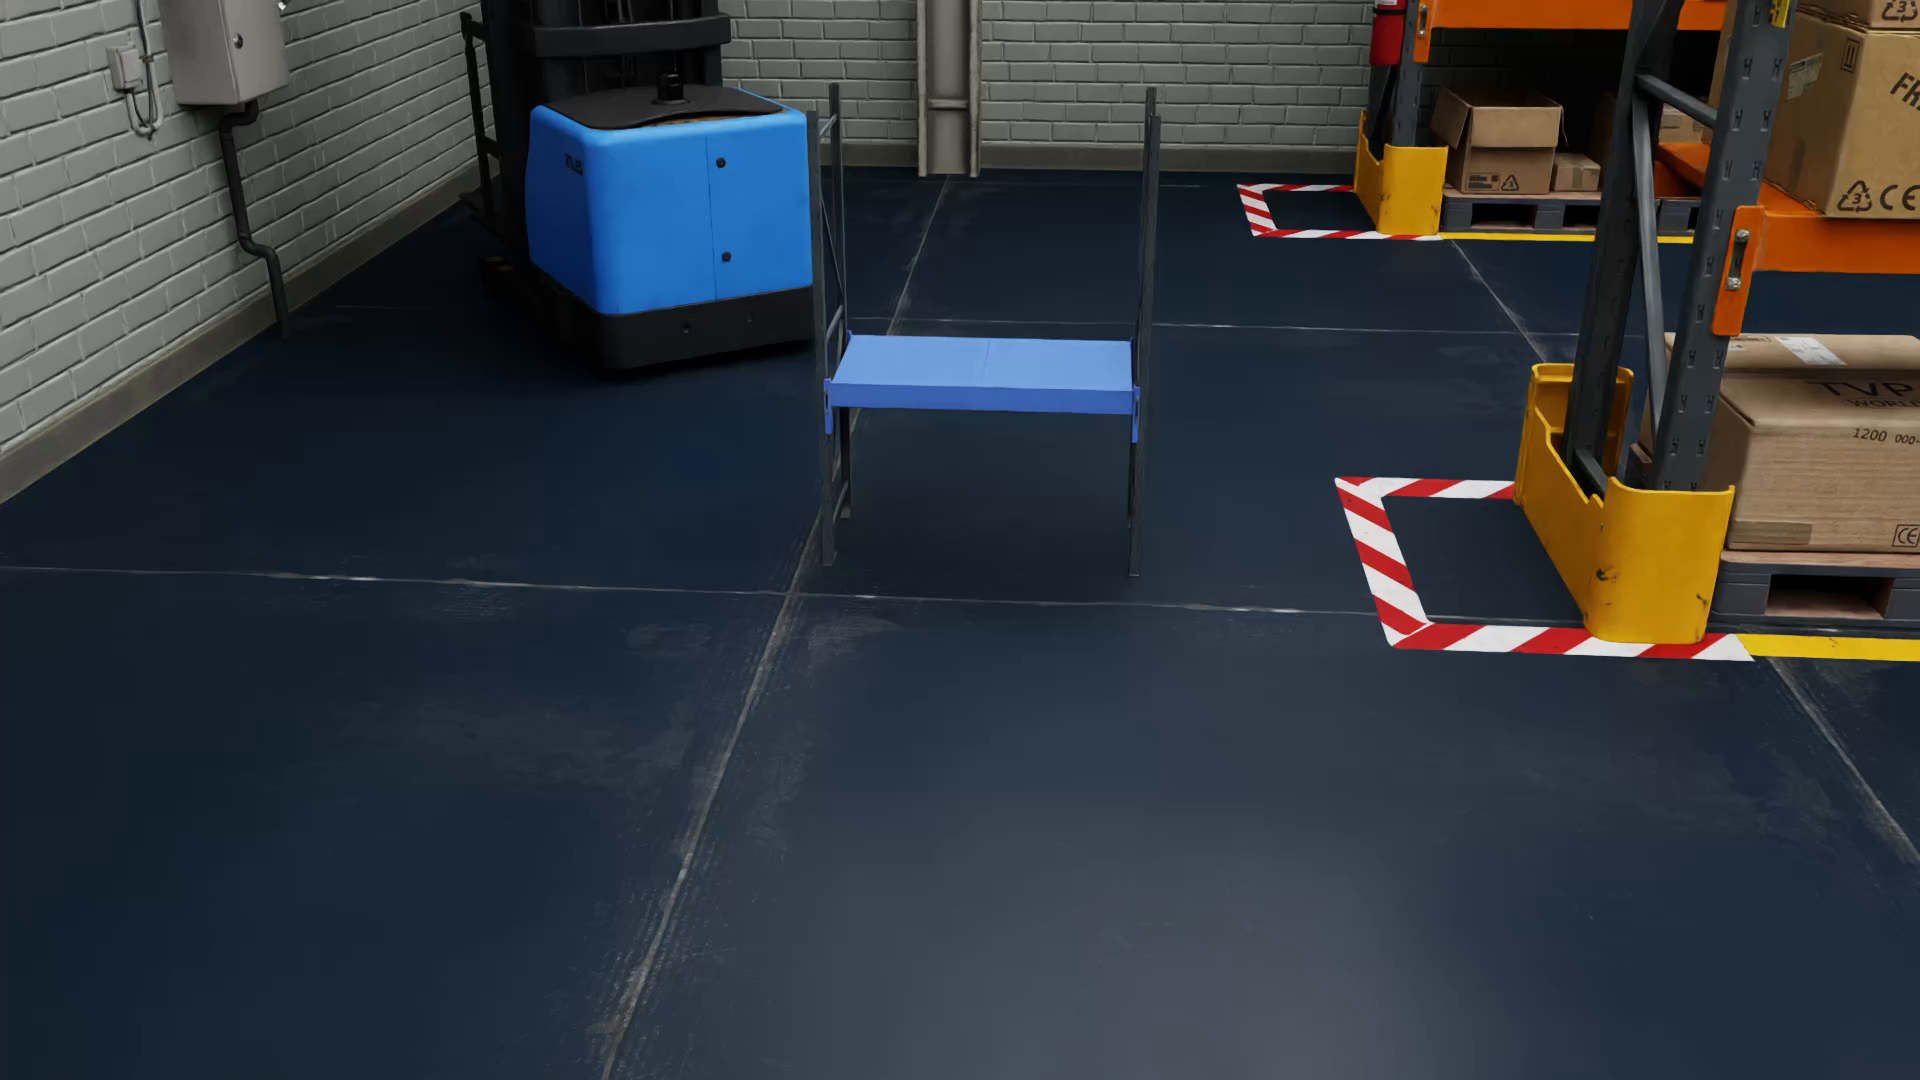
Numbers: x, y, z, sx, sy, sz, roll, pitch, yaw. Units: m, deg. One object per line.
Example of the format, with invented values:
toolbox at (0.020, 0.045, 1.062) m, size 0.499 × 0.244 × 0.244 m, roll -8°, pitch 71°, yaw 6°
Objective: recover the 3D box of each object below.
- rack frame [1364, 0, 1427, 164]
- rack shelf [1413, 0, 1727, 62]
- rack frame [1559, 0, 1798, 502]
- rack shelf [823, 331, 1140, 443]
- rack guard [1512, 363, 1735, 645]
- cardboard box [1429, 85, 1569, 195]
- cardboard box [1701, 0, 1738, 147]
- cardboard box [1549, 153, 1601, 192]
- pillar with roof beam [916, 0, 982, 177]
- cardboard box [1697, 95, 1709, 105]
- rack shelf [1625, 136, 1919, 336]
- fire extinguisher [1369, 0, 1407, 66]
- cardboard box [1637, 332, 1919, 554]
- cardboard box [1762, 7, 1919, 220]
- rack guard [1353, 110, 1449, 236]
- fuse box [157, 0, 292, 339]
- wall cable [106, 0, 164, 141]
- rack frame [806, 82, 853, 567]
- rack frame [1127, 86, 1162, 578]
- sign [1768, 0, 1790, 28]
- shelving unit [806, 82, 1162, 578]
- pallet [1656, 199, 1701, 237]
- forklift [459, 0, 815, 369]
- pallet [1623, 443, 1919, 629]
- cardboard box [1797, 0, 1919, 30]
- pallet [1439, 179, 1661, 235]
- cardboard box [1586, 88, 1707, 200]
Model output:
rack frame at (2.550, -3.358, 9.460) m, size 0.127 × 3.000 × 1.000 m, roll 2°, pitch 25°, yaw 4°
rack shelf at (4.545, -2.968, 9.471) m, size 4.000 × 0.370 × 1.077 m, roll 2°, pitch 25°, yaw 4°
rack frame at (2.174, -1.289, 4.964) m, size 0.127 × 3.000 × 1.000 m, roll 2°, pitch 25°, yaw 4°
rack shelf at (0.085, -0.515, 5.506) m, size 1.000 × 0.185 × 0.538 m, roll 2°, pitch 25°, yaw 4°
rack guard at (2.150, -0.155, 5.488) m, size 0.348 × 0.500 × 1.175 m, roll 2°, pitch 25°, yaw 4°
cardboard box at (3.153, -2.356, 9.766) m, size 0.637 × 0.503 × 0.797 m, roll 1°, pitch 25°, yaw 2°
cardboard box at (2.675, -1.430, 5.149) m, size 0.500 × 0.500 × 0.500 m, roll 2°, pitch 25°, yaw 4°
cardboard box at (3.574, -2.165, 9.775) m, size 0.250 × 0.149 × 0.380 m, roll 1°, pitch 25°, yaw 2°
pillar with roof beam at (-0.398, -4.751, 5.311) m, size 0.400 × 9.000 × 9.100 m, roll 2°, pitch 25°, yaw 4°
cardboard box at (4.522, -2.252, 9.544) m, size 0.500 × 0.500 × 0.500 m, roll 2°, pitch 25°, yaw 5°
rack shelf at (4.168, -0.899, 4.975) m, size 4.000 × 0.370 × 1.077 m, roll 2°, pitch 25°, yaw 4°
fire extinguisher at (2.368, -2.966, 9.146) m, size 0.183 × 0.674 × 0.296 m, roll 2°, pitch 25°, yaw 4°
cardboard box at (2.840, -0.337, 5.456) m, size 0.875 × 0.438 × 0.875 m, roll 1°, pitch 25°, yaw 2°
cardboard box at (2.631, -1.200, 4.649) m, size 0.500 × 0.500 × 0.500 m, roll 2°, pitch 25°, yaw 4°
rack guard at (2.626, -2.220, 9.977) m, size 0.348 × 0.500 × 1.175 m, roll 2°, pitch 25°, yaw 4°
fuse box at (-3.144, -1.746, 7.497) m, size 0.414 × 1.711 × 0.539 m, roll 2°, pitch 25°, yaw 4°
wall cable at (-3.353, -2.513, 6.408) m, size 0.122 × 1.984 × 0.588 m, roll 2°, pitch 25°, yaw 4°
rack frame at (-0.422, -0.695, 5.466) m, size 0.032 × 1.500 × 0.500 m, roll 2°, pitch 25°, yaw 4°
rack frame at (0.592, -0.662, 5.395) m, size 0.032 × 1.500 × 0.500 m, roll 2°, pitch 25°, yaw 4°
sign at (2.126, -1.488, 4.264) m, size 0.005 × 0.325 × 0.100 m, roll 2°, pitch 25°, yaw 4°
shelving unit at (0.085, -0.679, 5.431) m, size 1.048 × 1.500 × 0.538 m, roll 2°, pitch 25°, yaw 4°
pallet at (4.634, -2.024, 9.896) m, size 1.213 × 0.211 × 1.003 m, roll 2°, pitch 25°, yaw 4°
forklift at (-1.822, -2.644, 7.990) m, size 1.130 × 2.935 × 3.031 m, roll -14°, pitch 28°, yaw -27°
pallet at (2.977, -0.030, 5.562) m, size 1.213 × 0.211 × 1.003 m, roll 2°, pitch 25°, yaw 4°
cardboard box at (2.631, -1.655, 4.442) m, size 0.500 × 0.500 × 0.500 m, roll 1°, pitch 25°, yaw 3°
pallet at (3.421, -2.064, 9.983) m, size 1.213 × 0.211 × 1.003 m, roll 2°, pitch 25°, yaw 4°
cardboard box at (4.002, -2.311, 9.672) m, size 0.500 × 0.500 × 0.700 m, roll 3°, pitch 25°, yaw 6°
